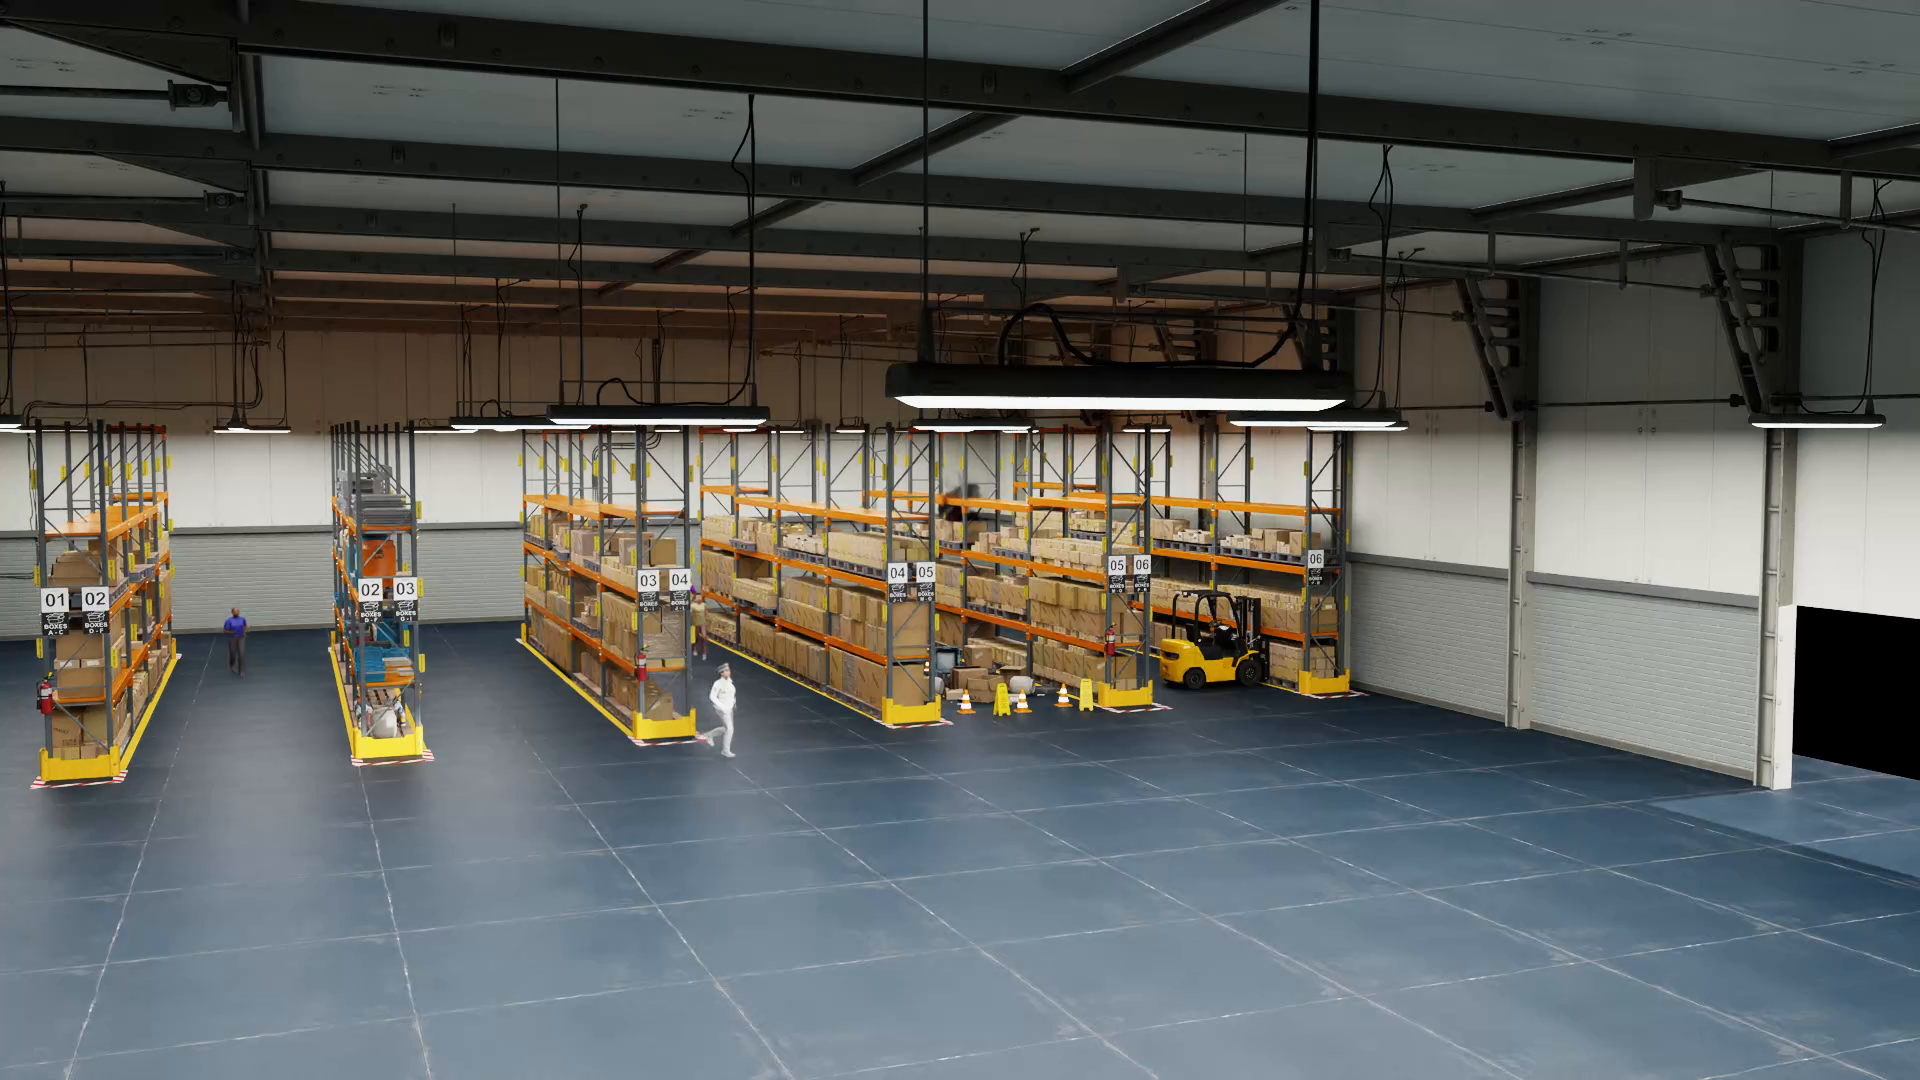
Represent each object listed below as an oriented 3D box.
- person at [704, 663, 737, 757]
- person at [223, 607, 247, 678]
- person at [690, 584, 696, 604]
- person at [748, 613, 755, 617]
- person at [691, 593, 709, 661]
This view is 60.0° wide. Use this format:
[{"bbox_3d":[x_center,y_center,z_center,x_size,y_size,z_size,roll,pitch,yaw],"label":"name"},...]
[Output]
[{"bbox_3d":[-4.308,3.036,29.837,0.643,1.699,0.619,2,4,25],"label":"person"},{"bbox_3d":[-17.186,2.413,39.499,0.579,1.657,0.923,-2,4,-35],"label":"person"},{"bbox_3d":[-8.116,1.842,48.500,0.763,1.706,0.526,2,4,34],"label":"person"},{"bbox_3d":[-6.154,1.831,49.136,0.534,1.649,0.684,2,4,32],"label":"person"},{"bbox_3d":[-6.710,2.205,42.717,0.554,1.710,0.849,-1,4,-19],"label":"person"}]
